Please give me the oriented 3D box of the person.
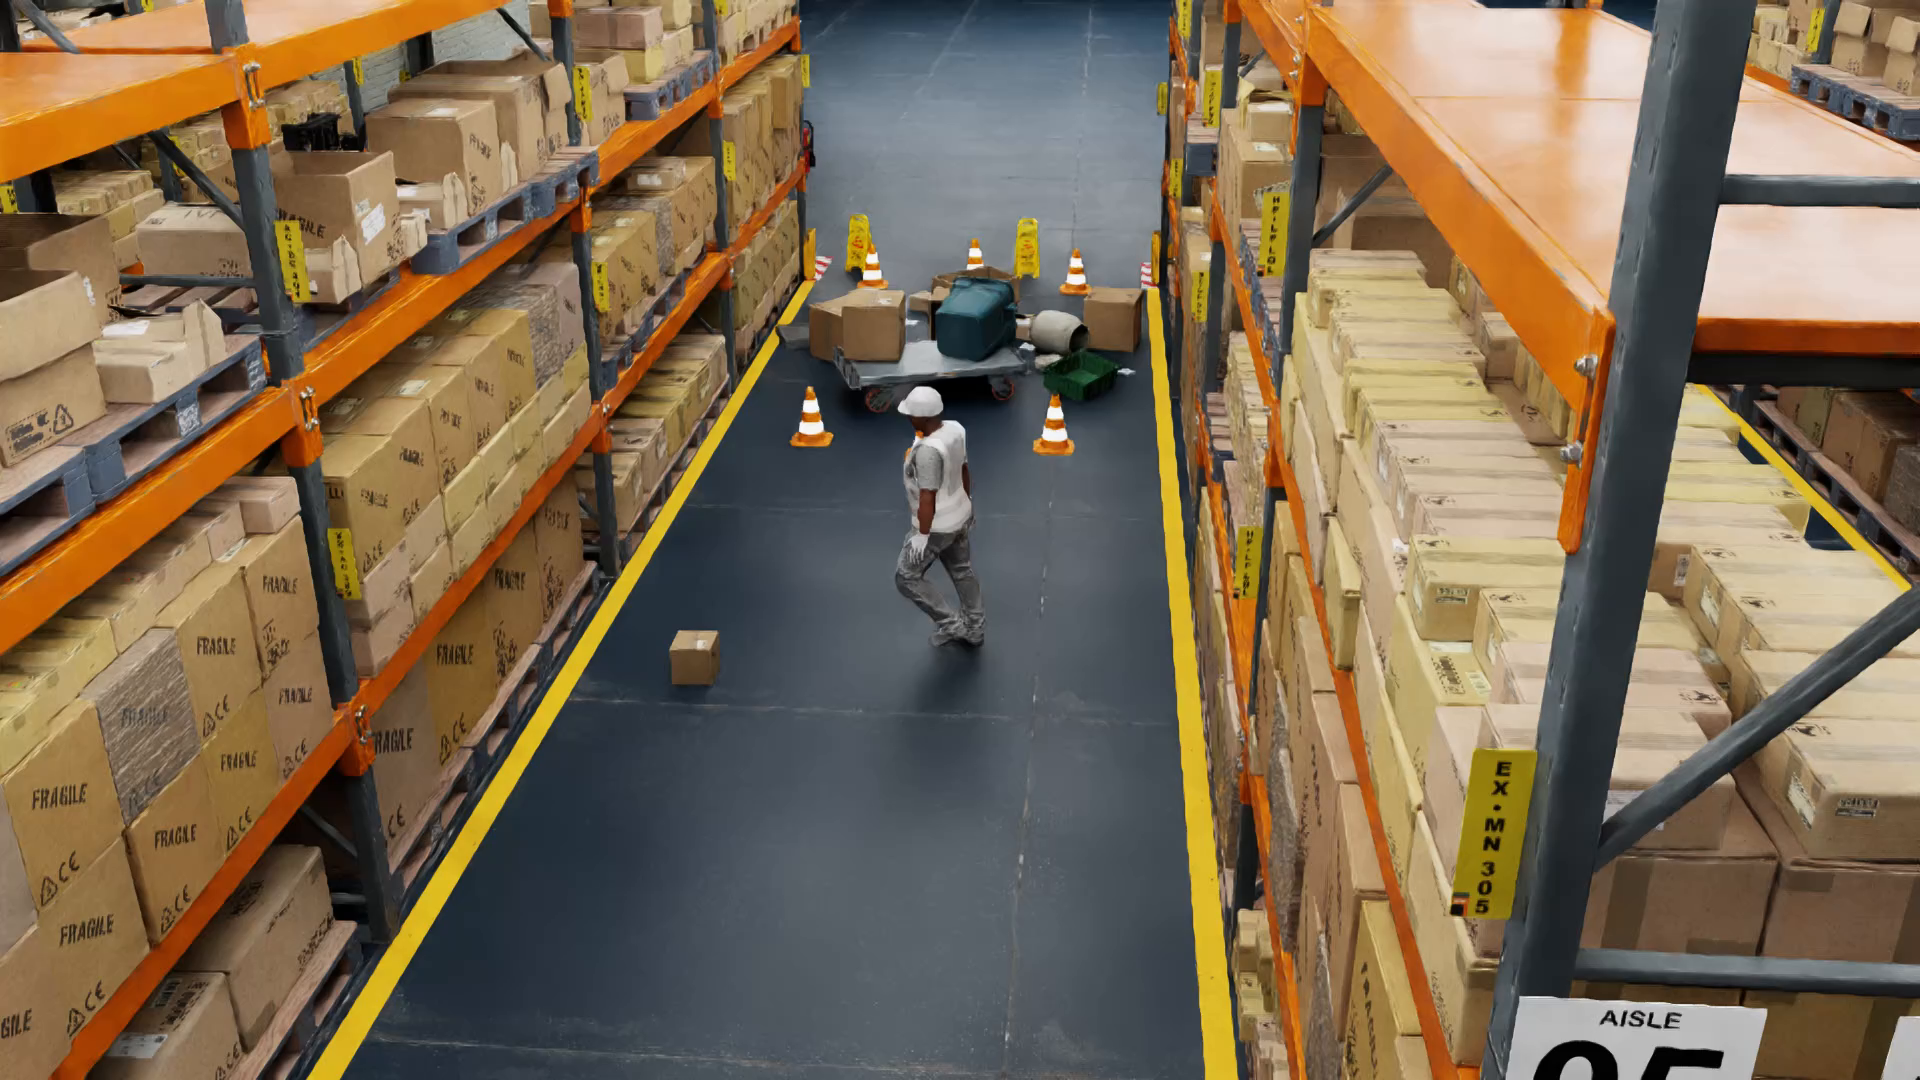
[{"bbox_3d":[-0.125,-0.116,10.191,0.470,1.758,0.660,9,26,19],"label":"person"}]
